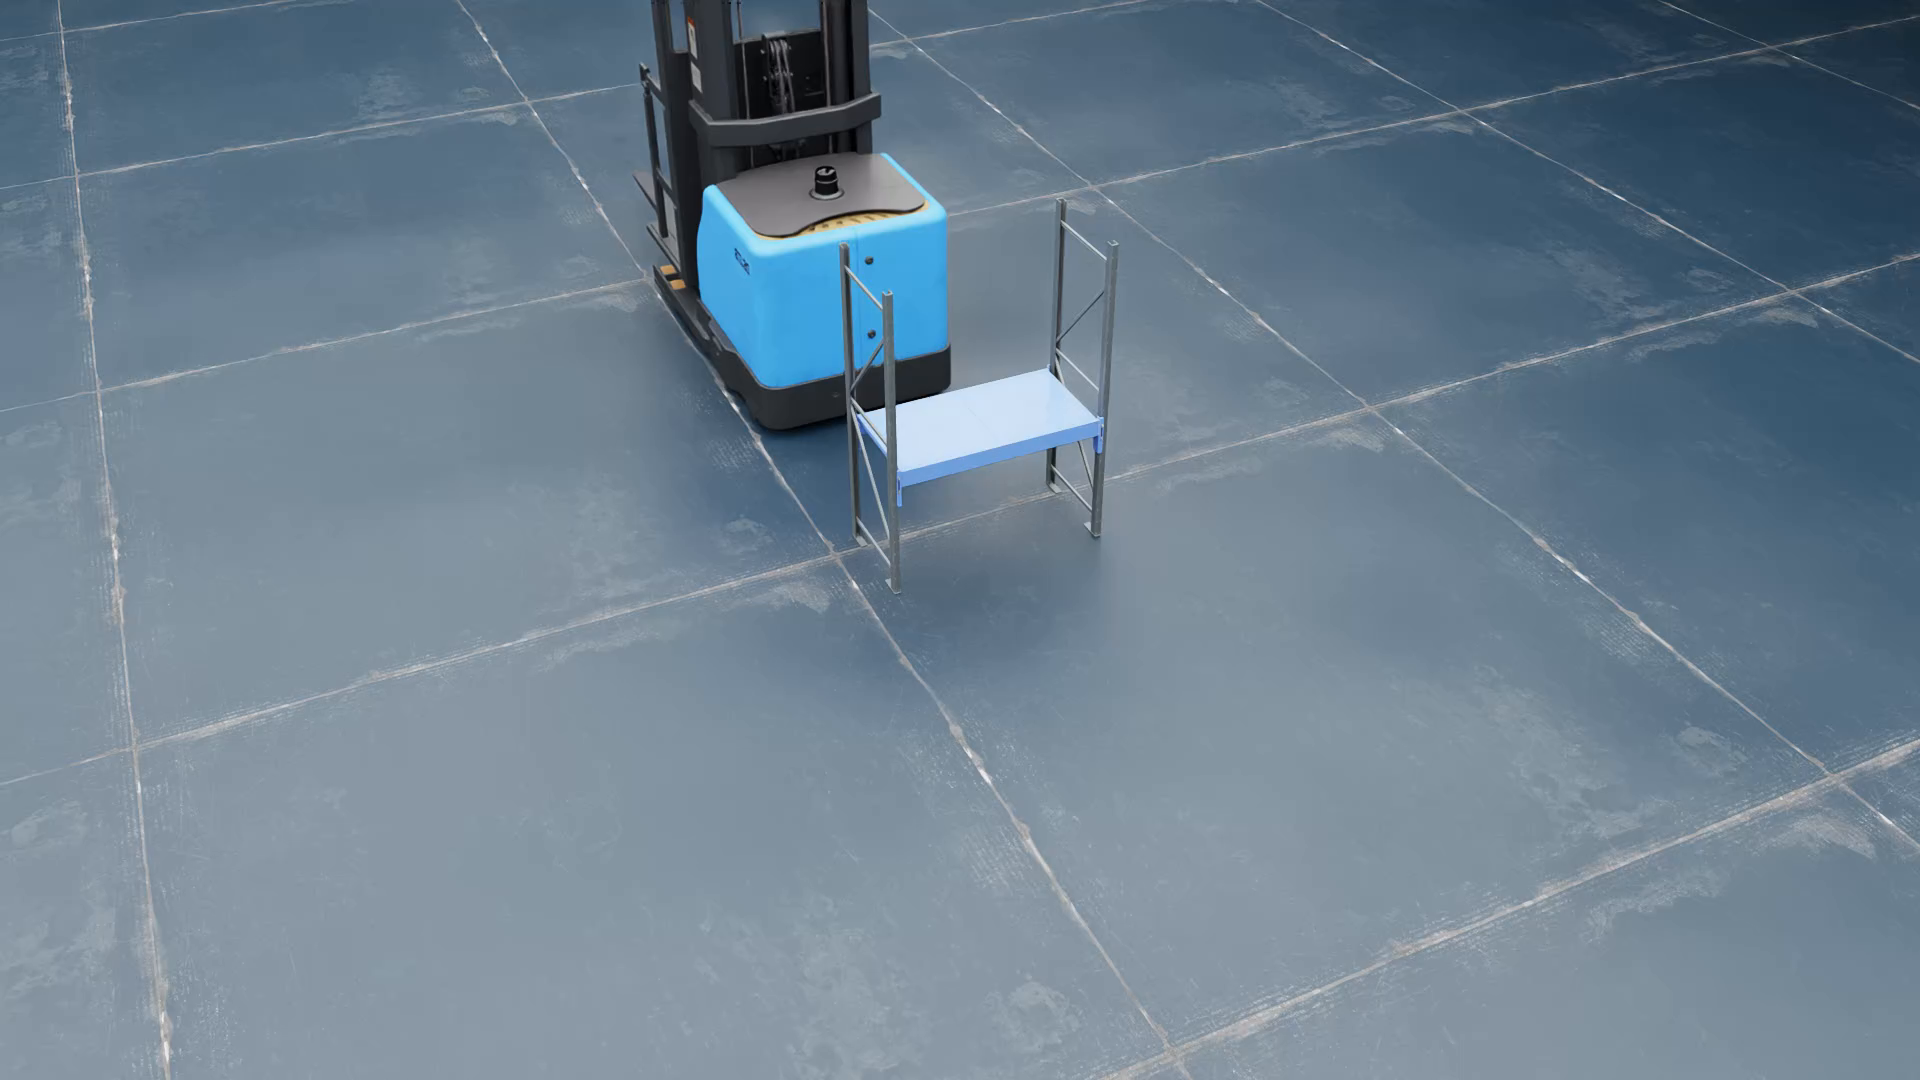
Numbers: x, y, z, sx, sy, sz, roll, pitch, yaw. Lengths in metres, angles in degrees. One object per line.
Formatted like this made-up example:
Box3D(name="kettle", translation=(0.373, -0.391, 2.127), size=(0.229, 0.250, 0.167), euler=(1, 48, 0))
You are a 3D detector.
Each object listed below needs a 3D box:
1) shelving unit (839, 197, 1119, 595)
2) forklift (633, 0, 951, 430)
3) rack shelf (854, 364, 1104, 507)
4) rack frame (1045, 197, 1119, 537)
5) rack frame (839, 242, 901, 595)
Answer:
Box3D(name="shelving unit", translation=(0.077, -0.624, 7.332), size=(1.048, 1.500, 0.538), euler=(-16, 39, -20))
Box3D(name="forklift", translation=(-1.128, -2.604, 8.800), size=(1.130, 2.935, 3.031), euler=(-15, 39, -20))
Box3D(name="rack shelf", translation=(0.077, -0.480, 7.439), size=(1.000, 0.185, 0.538), euler=(-16, 39, -20))
Box3D(name="rack frame", translation=(0.537, -0.753, 7.506), size=(0.032, 1.500, 0.500), euler=(-16, 39, -20))
Box3D(name="rack frame", translation=(-0.383, -0.495, 7.159), size=(0.032, 1.500, 0.500), euler=(-16, 39, -20))
